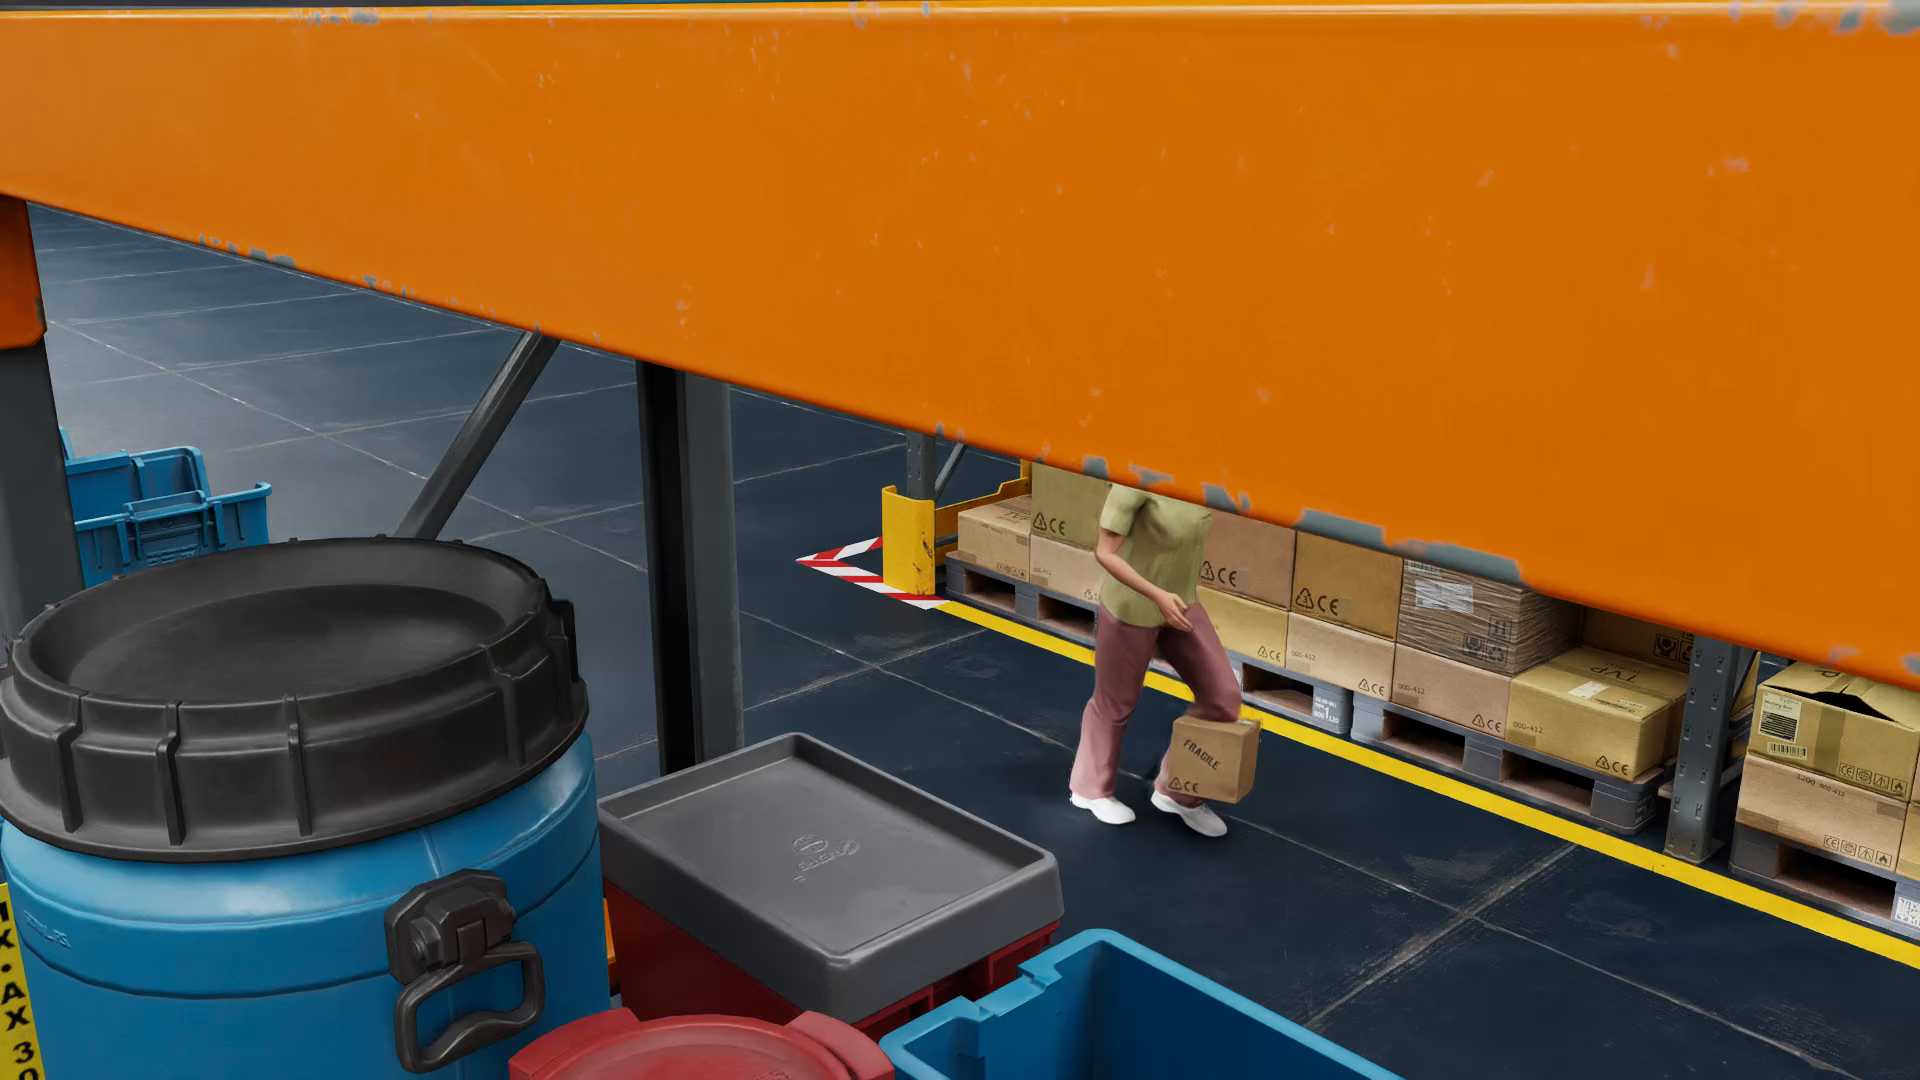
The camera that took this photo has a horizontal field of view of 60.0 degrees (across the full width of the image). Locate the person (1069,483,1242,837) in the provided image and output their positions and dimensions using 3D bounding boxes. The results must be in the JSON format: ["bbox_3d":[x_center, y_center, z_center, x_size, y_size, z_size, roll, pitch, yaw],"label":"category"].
[{"bbox_3d":[0.683,0.253,5.807,0.595,1.634,0.648,-14,22,-37],"label":"person"}]
